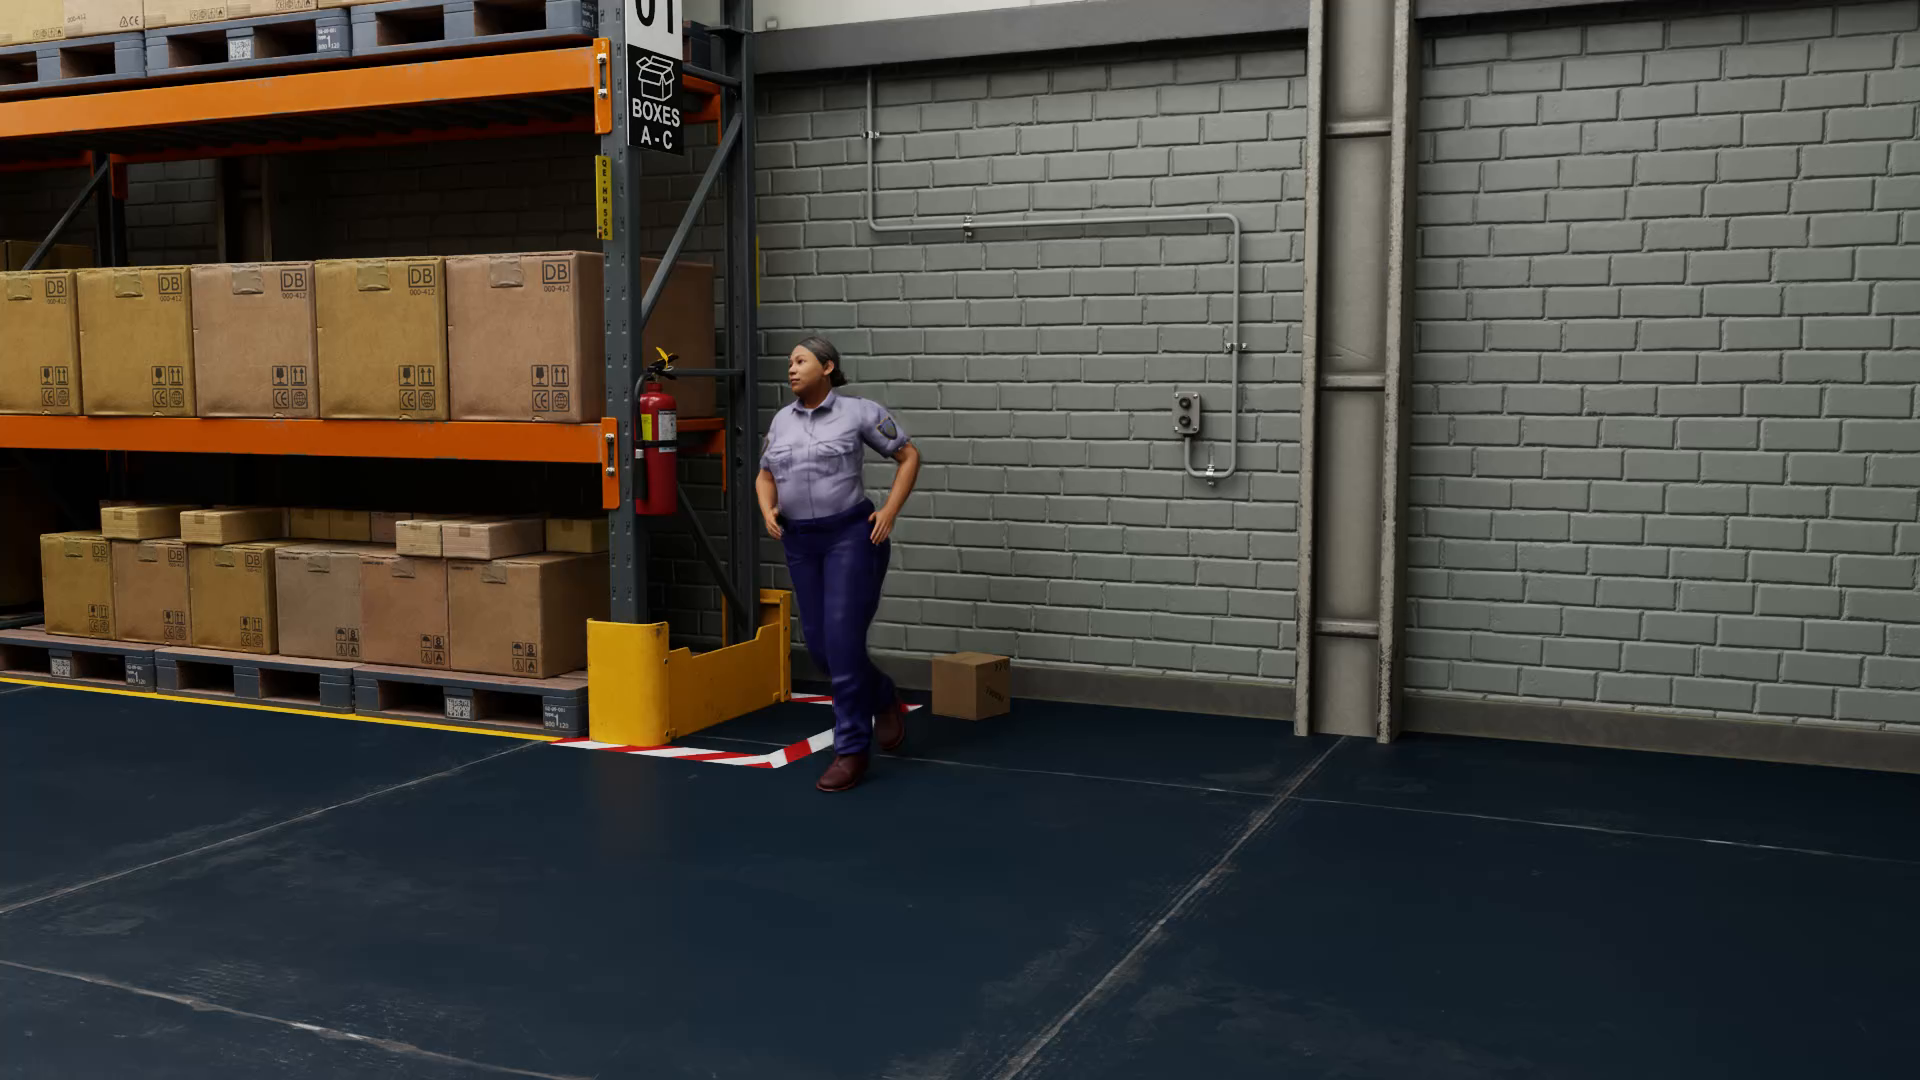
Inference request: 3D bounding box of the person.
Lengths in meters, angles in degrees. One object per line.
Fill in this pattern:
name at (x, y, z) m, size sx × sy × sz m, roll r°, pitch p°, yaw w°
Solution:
person at (-0.499, 0.064, 6.329) m, size 0.636 × 1.641 × 0.721 m, roll 3°, pitch 6°, yaw 28°
